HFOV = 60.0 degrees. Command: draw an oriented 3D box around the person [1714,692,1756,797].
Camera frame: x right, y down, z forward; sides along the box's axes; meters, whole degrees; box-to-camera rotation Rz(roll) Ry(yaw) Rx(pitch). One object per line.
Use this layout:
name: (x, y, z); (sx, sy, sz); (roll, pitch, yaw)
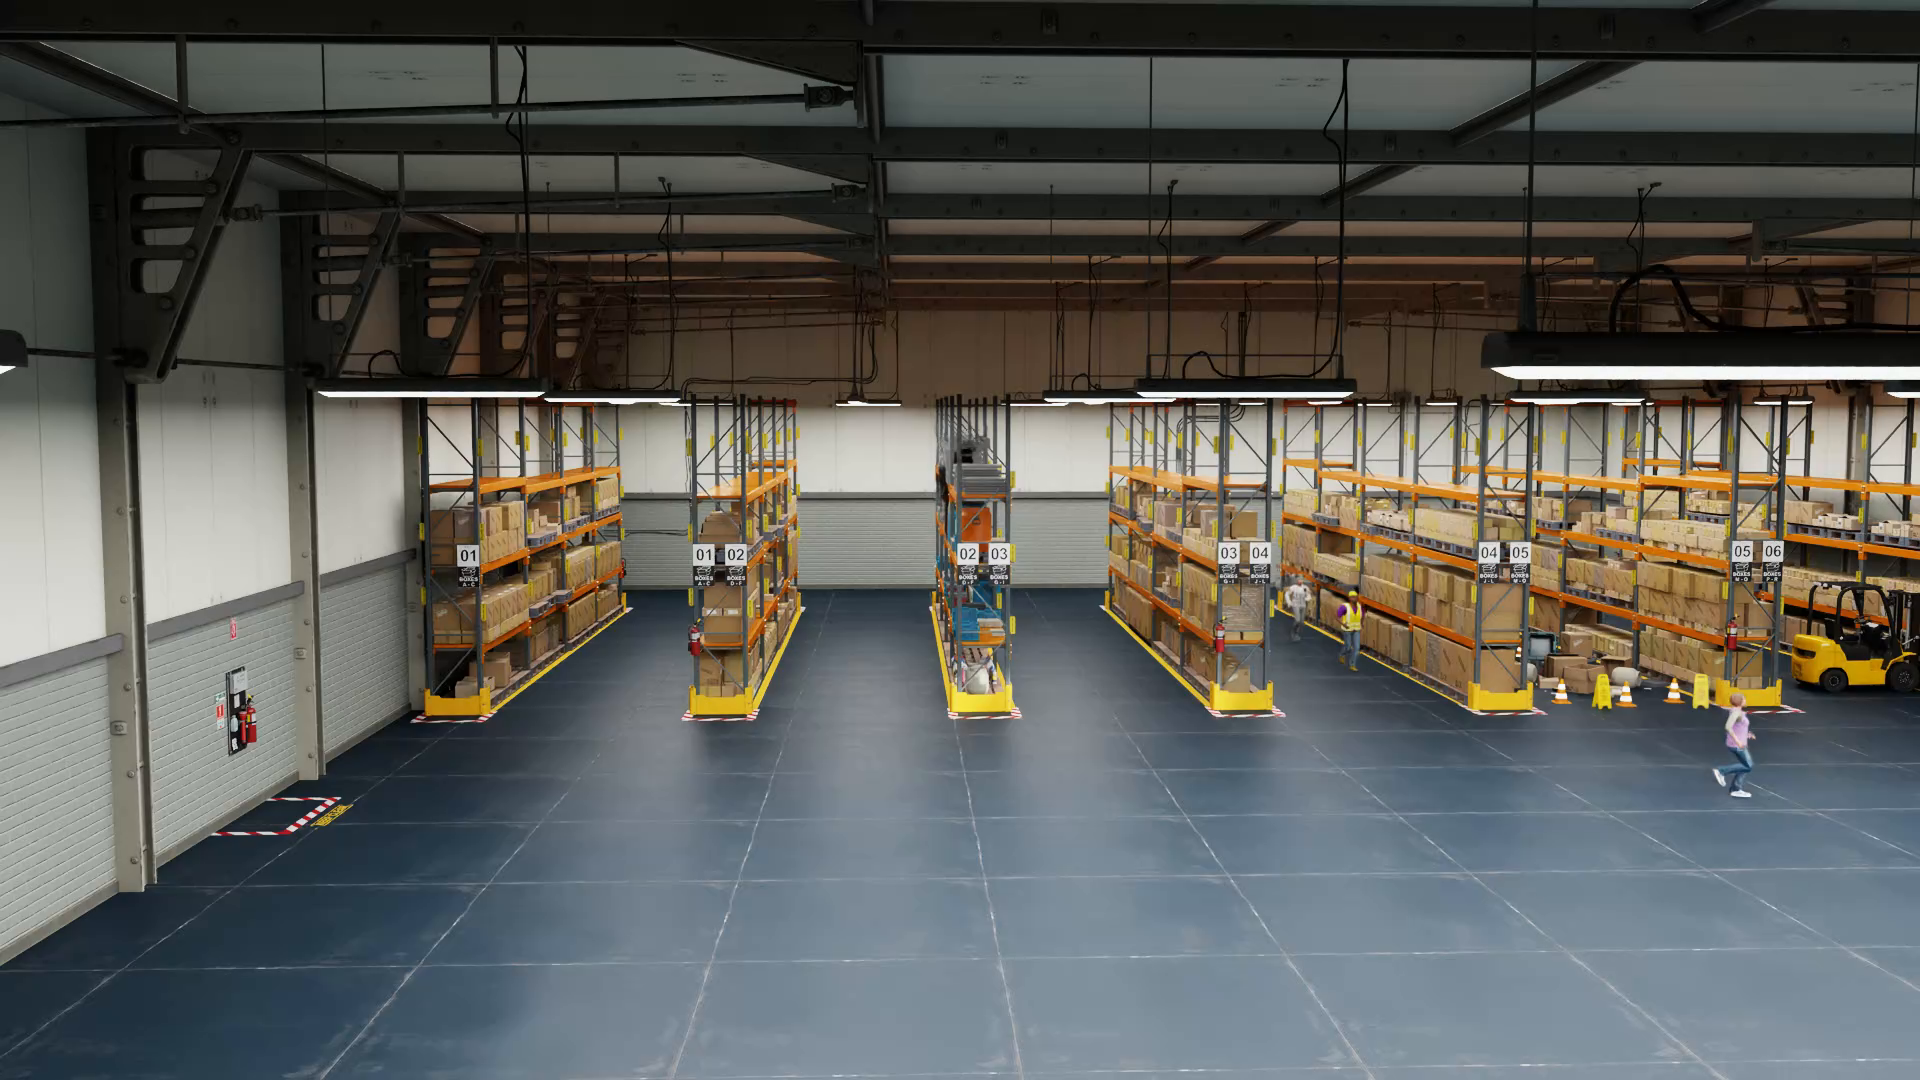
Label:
person: (11.452, 3.023, 24.558); (0.556, 1.534, 0.549); (2, 5, 23)

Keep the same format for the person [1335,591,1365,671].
person: (8.591, 1.978, 36.510); (0.697, 1.743, 0.768); (-1, 5, -11)

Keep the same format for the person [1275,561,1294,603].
person: (9.693, 1.036, 49.089); (0.779, 1.770, 0.808); (1, 5, 8)

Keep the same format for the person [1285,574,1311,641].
person: (8.343, 1.659, 40.884); (0.586, 1.666, 0.641); (0, 5, -5)
